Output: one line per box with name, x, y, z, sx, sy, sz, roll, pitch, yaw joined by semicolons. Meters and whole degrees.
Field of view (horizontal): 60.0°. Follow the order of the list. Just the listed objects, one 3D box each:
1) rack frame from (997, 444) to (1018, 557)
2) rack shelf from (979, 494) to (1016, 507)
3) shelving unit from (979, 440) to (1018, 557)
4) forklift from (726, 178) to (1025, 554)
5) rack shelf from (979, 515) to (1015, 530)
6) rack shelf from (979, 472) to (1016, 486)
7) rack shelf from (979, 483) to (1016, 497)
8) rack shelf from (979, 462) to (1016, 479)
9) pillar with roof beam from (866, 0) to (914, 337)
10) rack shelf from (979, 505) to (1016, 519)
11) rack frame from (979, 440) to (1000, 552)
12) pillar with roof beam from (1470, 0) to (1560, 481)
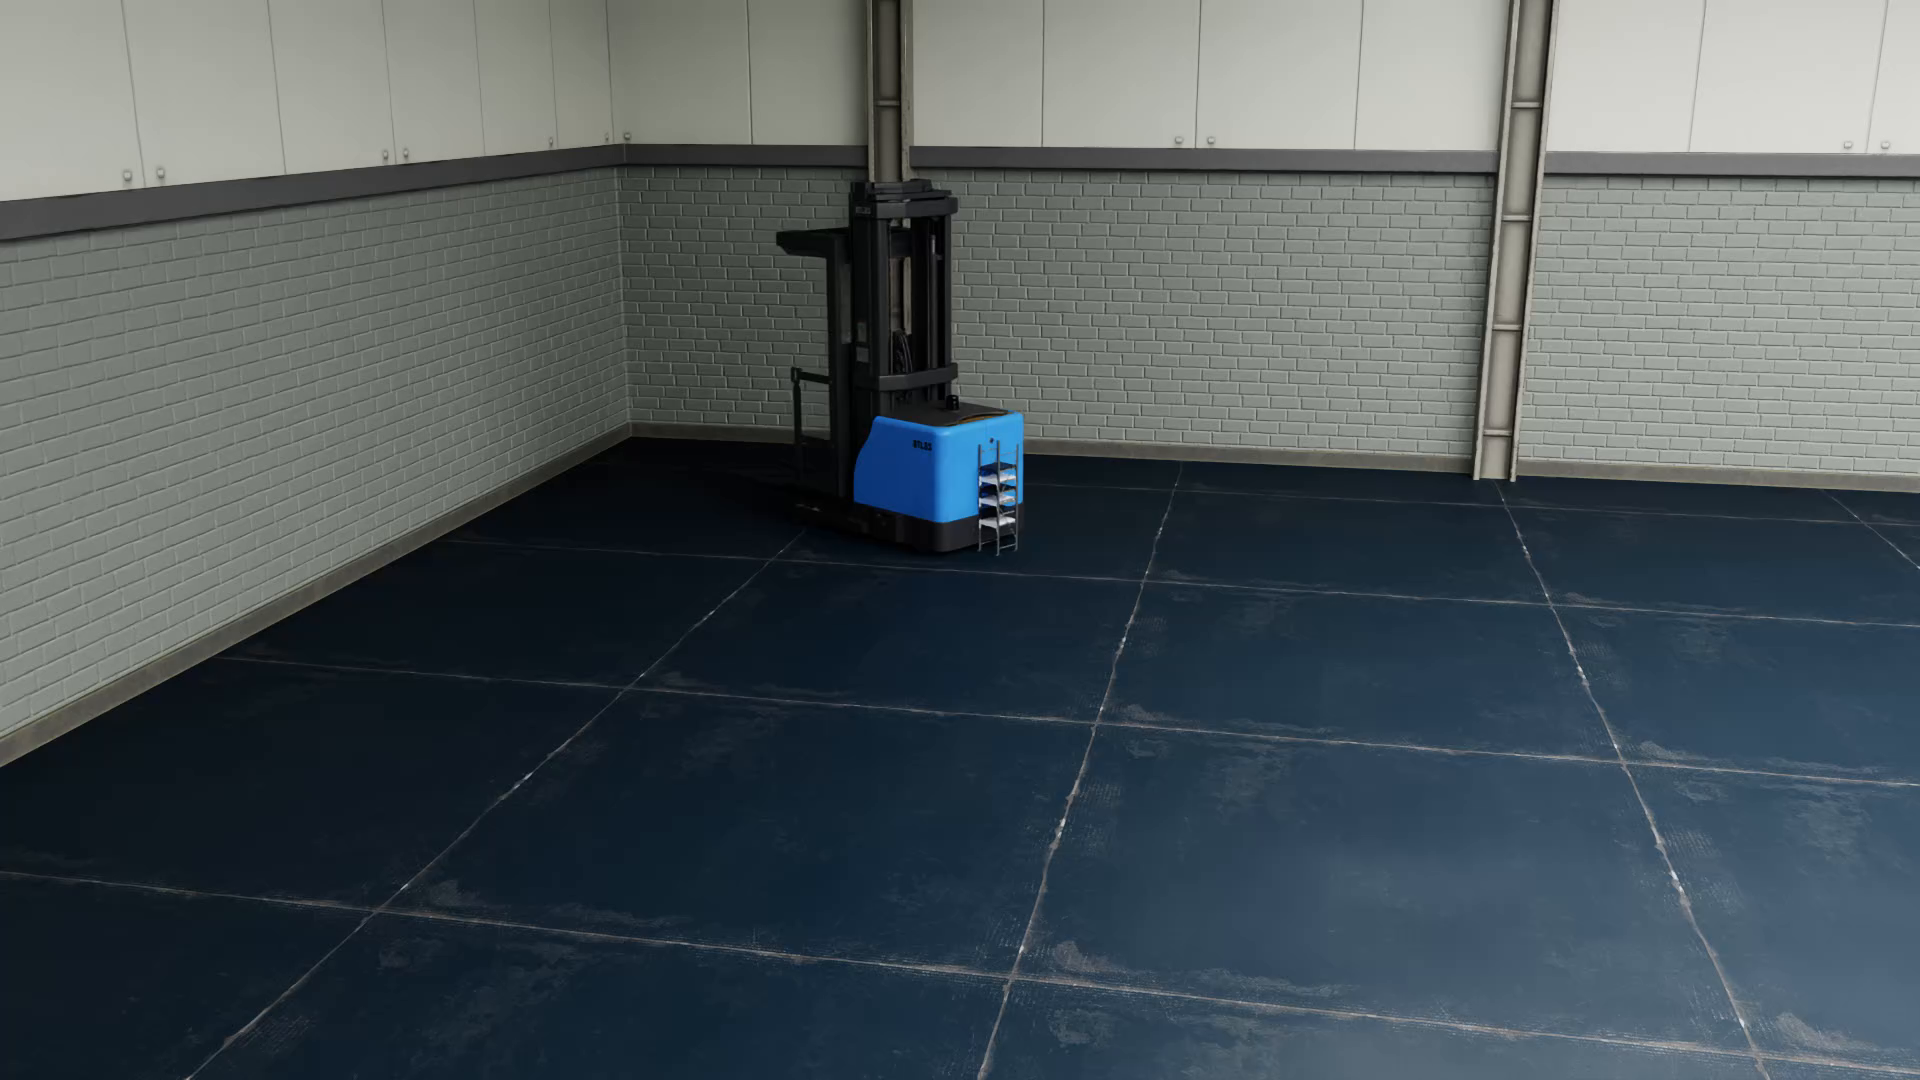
rack frame;0.386;-0.321;13.467;0.006;0.900;0.240;15;21;42
rack shelf;0.313;-0.308;13.544;0.200;0.077;0.258;15;21;42
shelving unit;0.313;-0.340;13.535;0.210;0.900;0.258;15;21;42
forklift;-0.862;-1.618;14.343;3.031;2.935;1.130;15;21;42
rack shelf;0.313;-0.135;13.592;0.200;0.077;0.258;15;21;42
rack shelf;0.313;-0.482;13.496;0.200;0.077;0.258;15;21;42
rack shelf;0.313;-0.395;13.520;0.200;0.077;0.258;15;21;42
rack shelf;0.313;-0.568;13.472;0.200;0.077;0.258;15;21;42
pillar with roof beam;-1.544;-4.145;12.098;0.400;9.000;9.100;3;16;11
rack shelf;0.313;-0.221;13.568;0.200;0.077;0.258;15;21;42
rack frame;0.240;-0.359;13.603;0.006;0.900;0.240;15;21;42
pillar with roof beam;4.336;-3.826;10.946;0.400;9.000;9.100;3;16;11
